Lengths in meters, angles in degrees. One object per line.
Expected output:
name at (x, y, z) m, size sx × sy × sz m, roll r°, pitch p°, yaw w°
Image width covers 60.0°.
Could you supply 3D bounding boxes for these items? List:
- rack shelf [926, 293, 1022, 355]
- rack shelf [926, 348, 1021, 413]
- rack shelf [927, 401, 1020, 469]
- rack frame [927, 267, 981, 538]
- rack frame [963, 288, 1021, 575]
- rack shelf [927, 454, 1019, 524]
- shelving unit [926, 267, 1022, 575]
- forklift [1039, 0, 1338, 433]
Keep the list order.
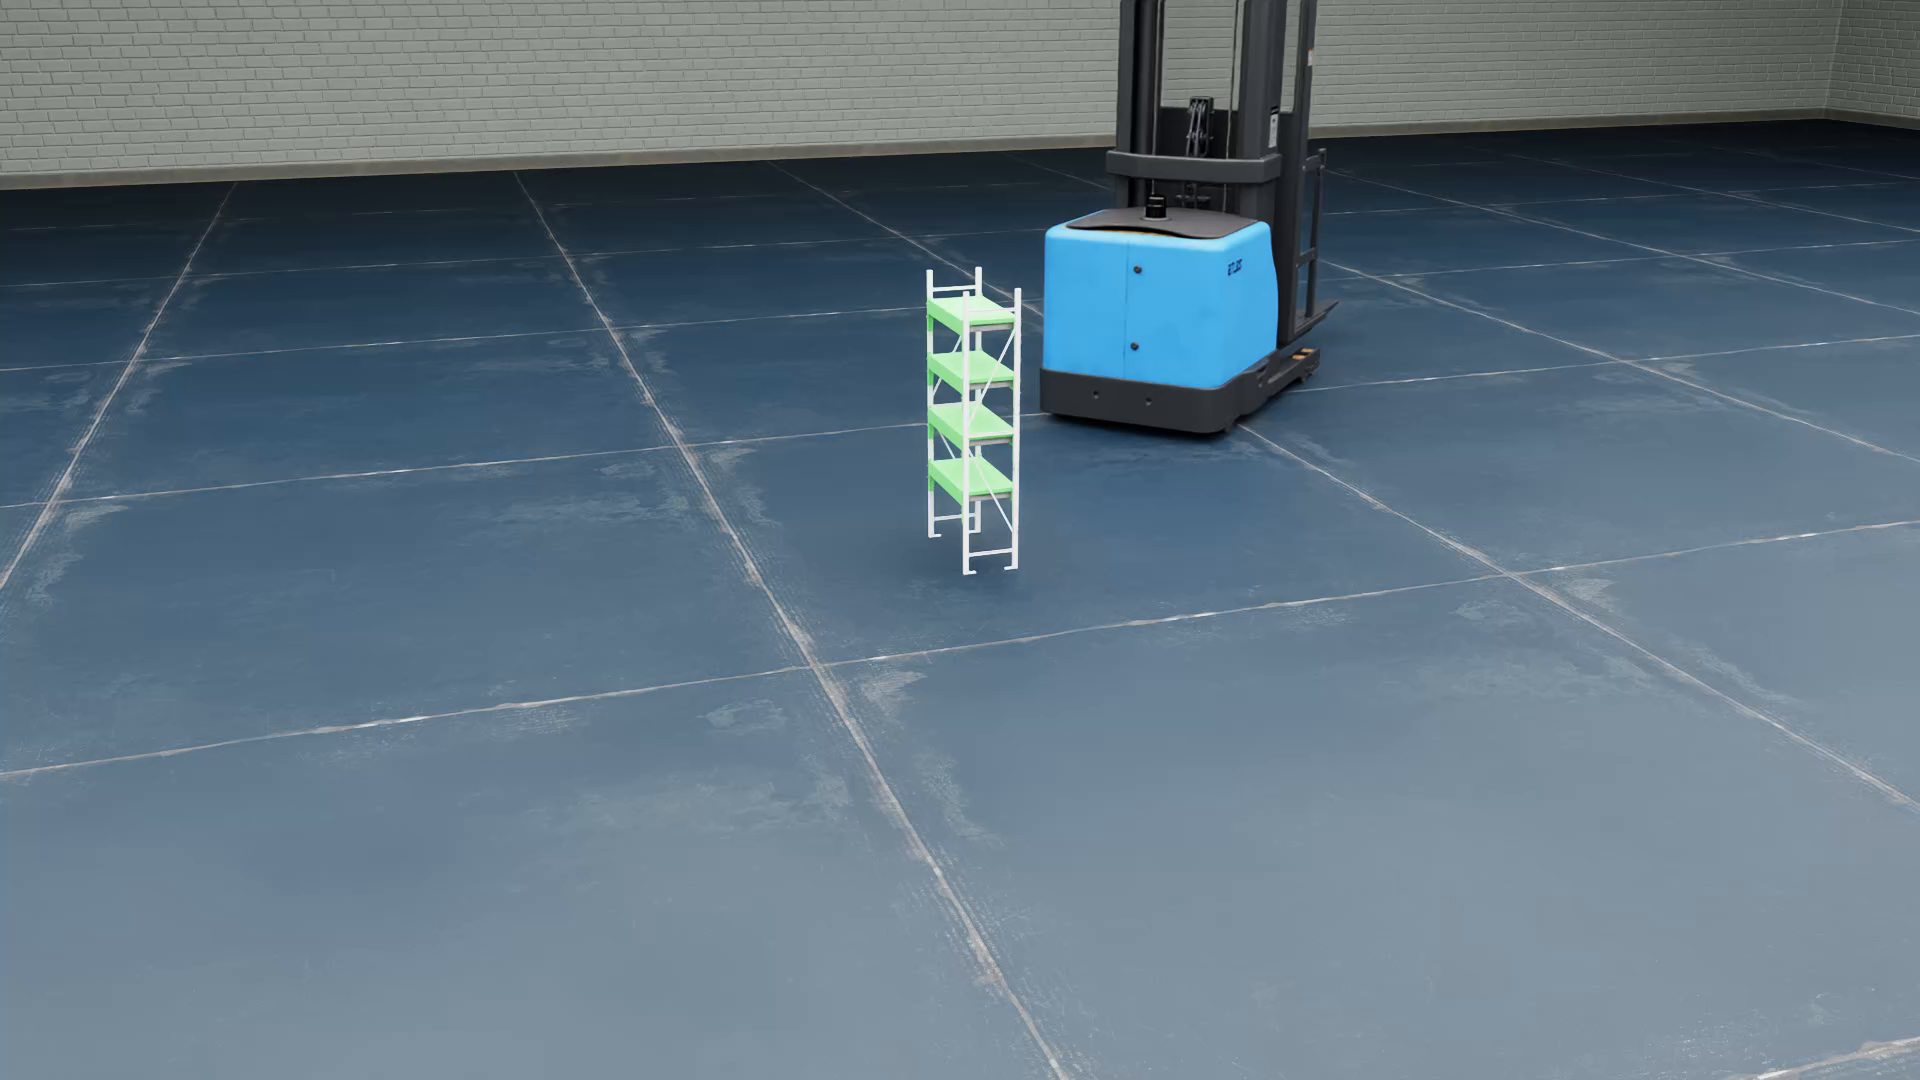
rack shelf at (0.052, -0.903, 6.925) m, size 0.258 × 0.148 × 0.480 m, roll -6°, pitch 21°, yaw -17°
rack shelf at (0.052, -0.677, 7.006) m, size 0.258 × 0.148 × 0.480 m, roll -6°, pitch 21°, yaw -17°
rack shelf at (0.052, -0.451, 7.087) m, size 0.258 × 0.148 × 0.480 m, roll -6°, pitch 21°, yaw -17°
rack frame at (-0.025, -0.590, 7.284) m, size 0.240 × 1.200 × 0.015 m, roll -6°, pitch 21°, yaw -17°
rack frame at (0.129, -0.433, 6.848) m, size 0.240 × 1.200 × 0.015 m, roll -6°, pitch 21°, yaw -17°
rack shelf at (0.052, -0.226, 7.169) m, size 0.258 × 0.148 × 0.480 m, roll -6°, pitch 21°, yaw -17°
shelving unit at (0.052, -0.512, 7.066) m, size 0.258 × 1.200 × 0.503 m, roll -6°, pitch 21°, yaw -17°
forklift at (1.569, -2.398, 9.757) m, size 1.130 × 2.935 × 3.031 m, roll 10°, pitch 22°, yaw 26°
